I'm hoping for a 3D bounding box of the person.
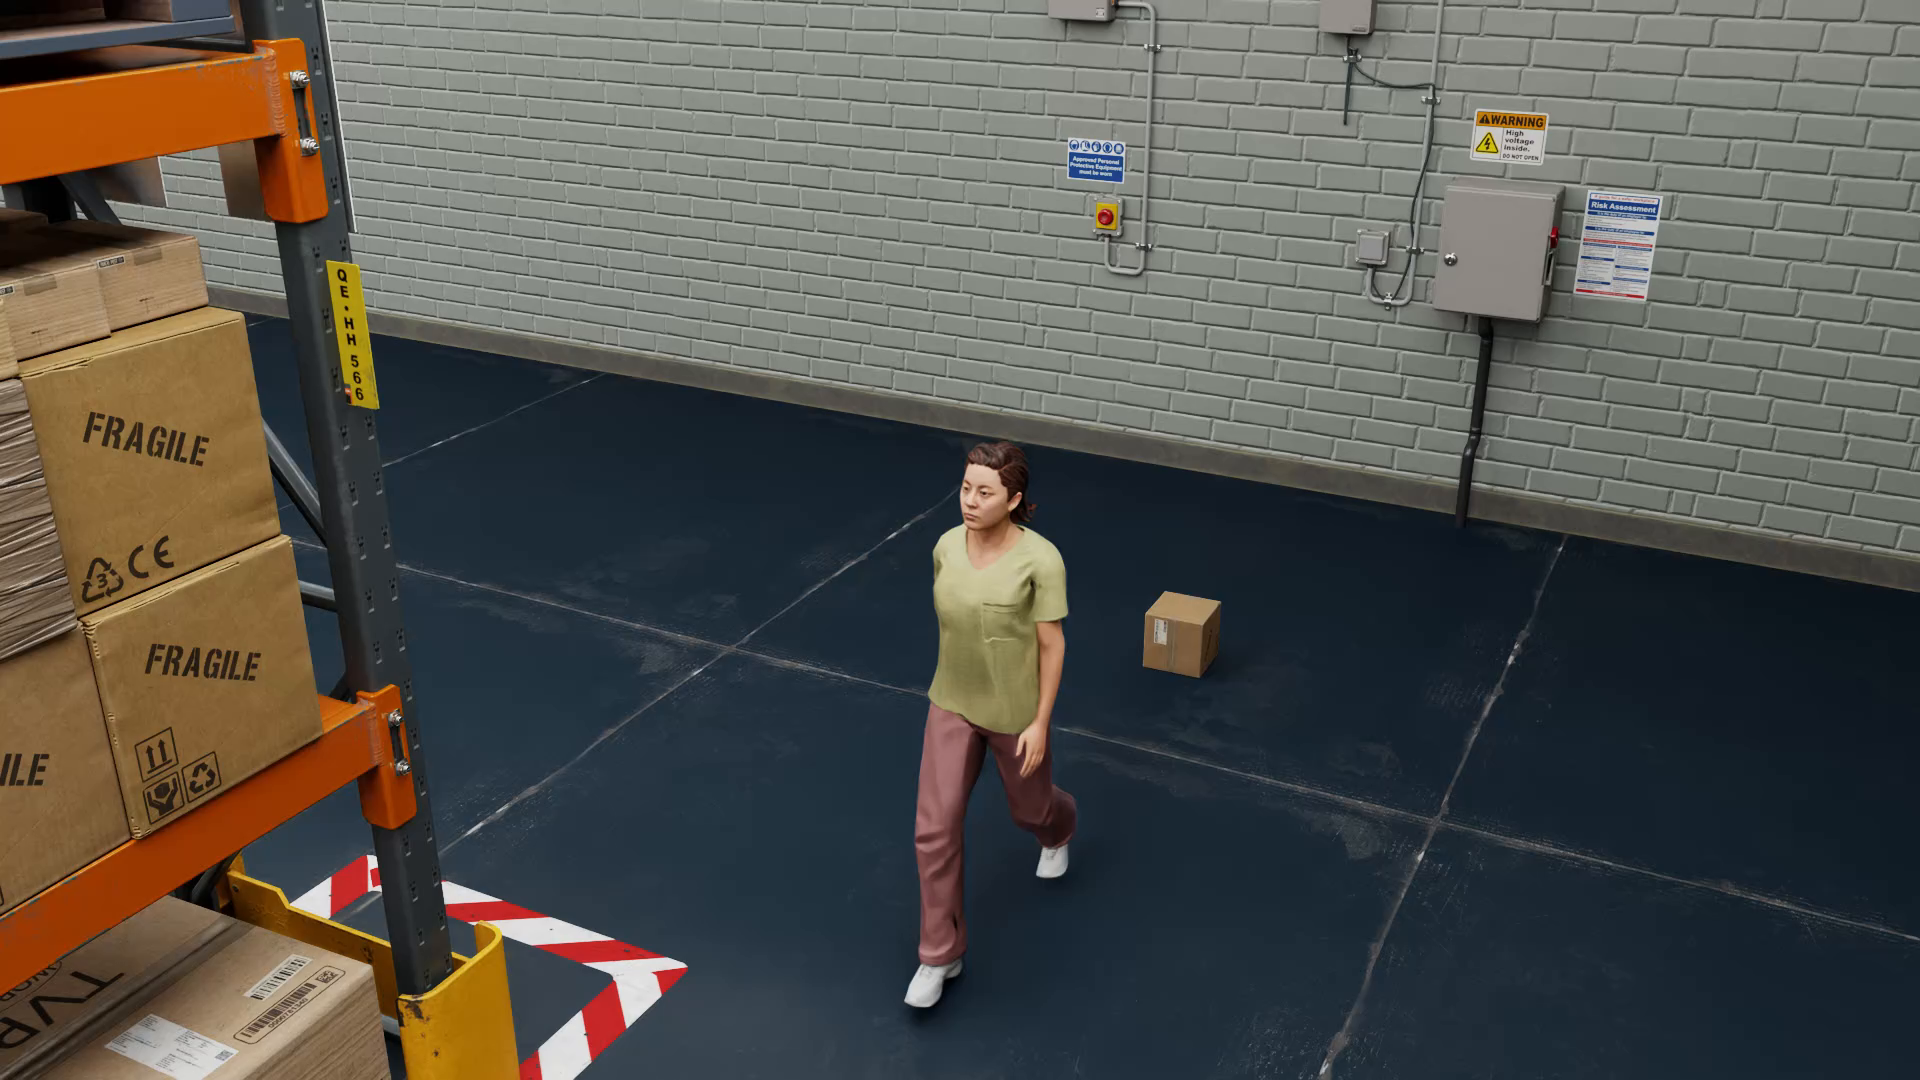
[{"bbox_3d":[0.106,0.483,4.941,0.443,1.625,0.993,9,24,20],"label":"person"}]
